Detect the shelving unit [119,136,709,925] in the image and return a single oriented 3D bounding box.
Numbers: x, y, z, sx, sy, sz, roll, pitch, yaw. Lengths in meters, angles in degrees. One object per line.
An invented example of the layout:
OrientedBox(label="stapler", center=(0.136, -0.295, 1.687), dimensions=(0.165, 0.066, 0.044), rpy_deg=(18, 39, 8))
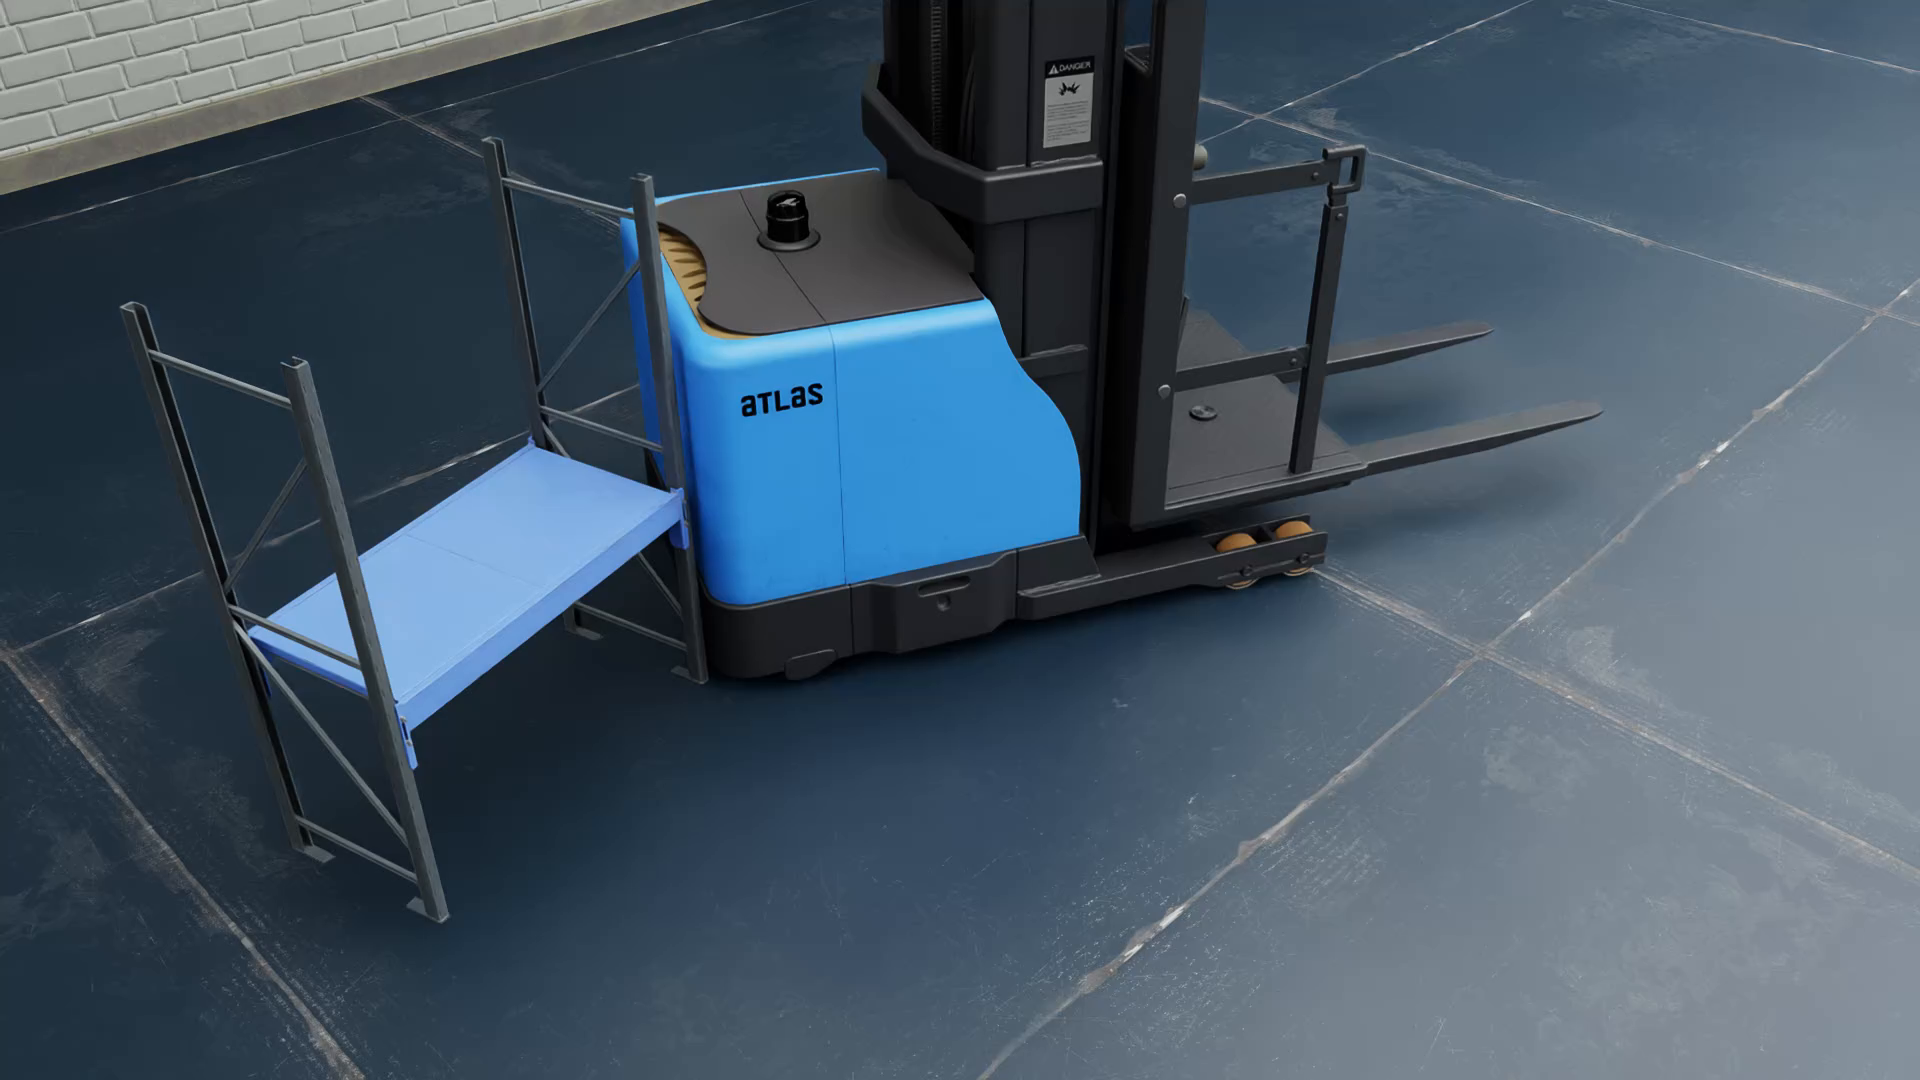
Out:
OrientedBox(label="shelving unit", center=(-1.186, -0.033, 3.987), dimensions=(0.538, 1.500, 1.048), rpy_deg=(18, 39, 24))

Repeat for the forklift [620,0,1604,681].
OrientedBox(label="forklift", center=(0.586, -1.326, 4.588), dimensions=(3.031, 2.935, 1.130), rpy_deg=(-12, 37, -16))

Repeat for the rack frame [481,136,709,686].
OrientedBox(label="rack frame", center=(-0.932, -0.285, 4.348), dimensions=(0.500, 1.500, 0.032), rpy_deg=(18, 39, 24))

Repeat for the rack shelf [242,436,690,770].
OrientedBox(label="rack shelf", center=(-1.186, 0.114, 4.090), dimensions=(0.538, 0.185, 1.000), rpy_deg=(18, 39, 24))

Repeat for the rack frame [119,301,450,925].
OrientedBox(label="rack frame", center=(-1.440, 0.218, 3.626), dimensions=(0.500, 1.500, 0.032), rpy_deg=(18, 39, 24))
